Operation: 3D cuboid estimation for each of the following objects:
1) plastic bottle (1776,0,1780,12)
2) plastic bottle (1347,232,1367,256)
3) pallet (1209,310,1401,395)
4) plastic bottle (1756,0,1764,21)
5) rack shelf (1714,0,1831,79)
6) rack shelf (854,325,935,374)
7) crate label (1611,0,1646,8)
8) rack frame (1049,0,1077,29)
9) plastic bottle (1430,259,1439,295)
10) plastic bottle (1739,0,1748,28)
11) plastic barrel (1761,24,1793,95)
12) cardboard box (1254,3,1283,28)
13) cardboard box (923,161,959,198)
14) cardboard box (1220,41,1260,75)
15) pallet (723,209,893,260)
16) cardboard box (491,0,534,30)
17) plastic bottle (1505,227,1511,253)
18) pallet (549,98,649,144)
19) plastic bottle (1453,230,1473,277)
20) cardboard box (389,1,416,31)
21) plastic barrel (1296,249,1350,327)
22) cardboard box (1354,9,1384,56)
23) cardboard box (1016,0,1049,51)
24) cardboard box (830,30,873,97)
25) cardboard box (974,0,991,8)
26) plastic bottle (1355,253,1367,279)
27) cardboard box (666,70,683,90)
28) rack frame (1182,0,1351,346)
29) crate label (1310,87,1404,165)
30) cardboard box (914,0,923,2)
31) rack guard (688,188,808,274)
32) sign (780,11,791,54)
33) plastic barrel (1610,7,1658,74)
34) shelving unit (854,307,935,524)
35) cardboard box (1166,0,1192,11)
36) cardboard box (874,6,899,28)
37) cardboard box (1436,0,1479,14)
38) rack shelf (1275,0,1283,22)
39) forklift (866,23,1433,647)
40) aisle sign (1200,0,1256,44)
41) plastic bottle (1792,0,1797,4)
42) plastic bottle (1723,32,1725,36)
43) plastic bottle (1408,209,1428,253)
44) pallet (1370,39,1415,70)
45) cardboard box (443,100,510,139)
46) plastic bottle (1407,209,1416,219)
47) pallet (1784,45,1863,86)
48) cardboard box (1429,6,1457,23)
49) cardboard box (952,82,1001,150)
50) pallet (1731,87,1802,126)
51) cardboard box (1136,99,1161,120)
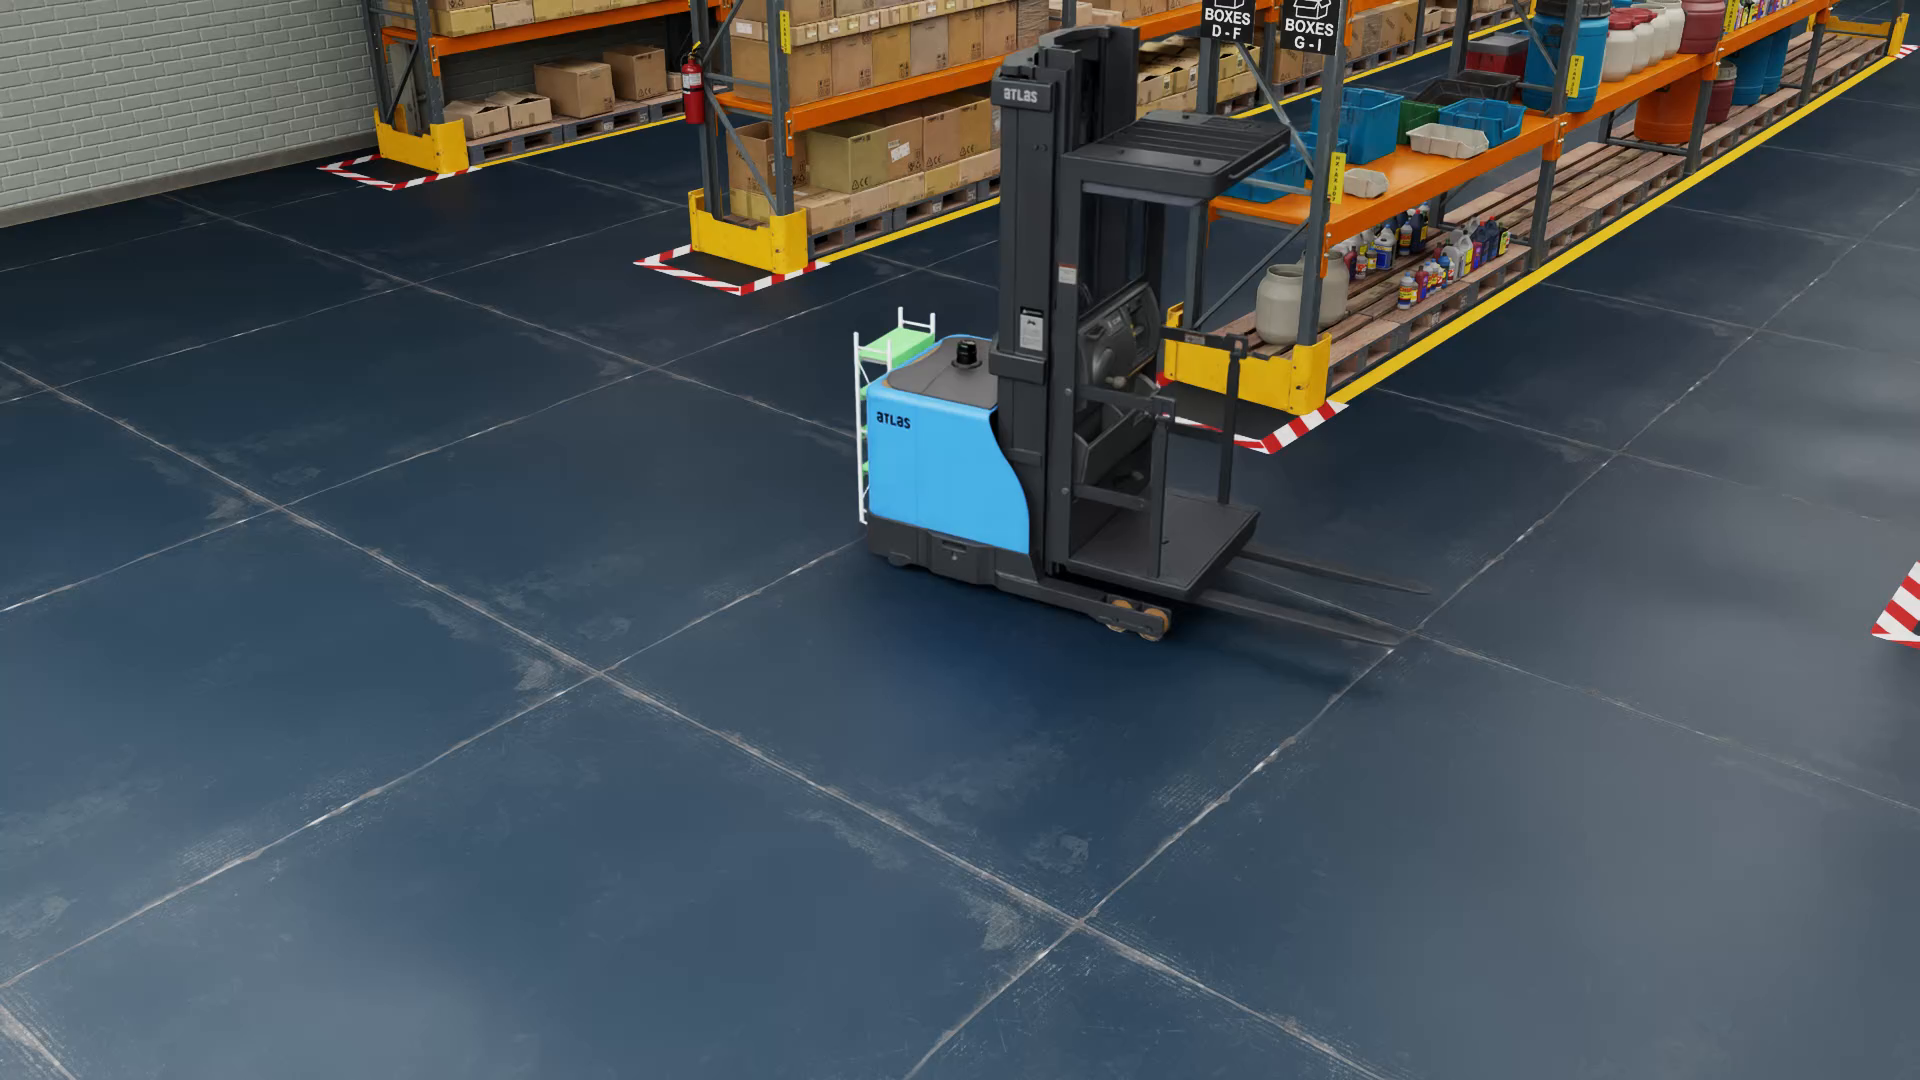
[{"bbox_3d":[8.788,-5.809,17.930,0.097,0.201,0.097,0,27,0],"label":"plastic bottle"},{"bbox_3d":[3.197,-2.353,13.437,0.144,0.351,0.185,22,35,36],"label":"plastic bottle"},{"bbox_3d":[2.528,-1.453,12.329,1.003,0.211,1.213,21,34,34],"label":"pallet"},{"bbox_3d":[8.379,-5.604,17.445,0.061,0.283,0.133,21,34,34],"label":"plastic bottle"},{"bbox_3d":[8.356,-5.590,18.074,1.077,0.370,4.000,21,34,34],"label":"rack shelf"},{"bbox_3d":[-0.373,-1.082,9.630,0.258,0.148,0.480,14,31,26],"label":"rack shelf"},{"bbox_3d":[6.243,-4.943,16.002,0.502,0.435,0.616,21,34,34],"label":"crate label"},{"bbox_3d":[0.720,-5.231,16.598,1.000,3.000,0.127,21,34,34],"label":"rack frame"},{"bbox_3d":[3.671,-2.056,12.951,0.097,0.271,0.097,0,27,0],"label":"plastic bottle"},{"bbox_3d":[8.023,-5.406,17.062,0.061,0.283,0.133,21,34,34],"label":"plastic bottle"},{"bbox_3d":[9.269,-5.685,19.302,0.600,0.901,0.708,21,34,34],"label":"plastic barrel"},{"bbox_3d":[3.710,-6.489,20.455,0.500,0.250,0.500,22,35,36],"label":"cardboard box"},{"bbox_3d":[-0.356,-3.435,15.661,0.500,0.250,0.500,21,34,34],"label":"cardboard box"},{"bbox_3d":[3.121,-5.606,19.248,0.500,0.311,0.500,22,34,36],"label":"cardboard box"},{"bbox_3d":[-1.370,-2.858,15.045,1.003,0.211,1.213,21,34,34],"label":"pallet"},{"bbox_3d":[-4.775,-5.470,17.201,0.500,0.250,0.500,20,33,33],"label":"cardboard box"},{"bbox_3d":[4.549,-2.515,13.914,0.097,0.201,0.097,0,27,0],"label":"plastic bottle"},{"bbox_3d":[-4.281,-4.756,18.714,1.003,0.211,1.213,21,34,34],"label":"pallet"},{"bbox_3d":[4.025,-2.306,13.347,0.144,0.351,0.185,21,34,34],"label":"plastic bottle"},{"bbox_3d":[-5.502,-5.424,17.112,0.500,0.250,0.500,21,34,35],"label":"cardboard box"},{"bbox_3d":[2.674,-1.879,12.368,0.421,0.512,0.421,0,27,0],"label":"plastic barrel"},{"bbox_3d":[5.075,-6.544,21.376,0.500,0.500,0.500,21,34,35],"label":"cardboard box"},{"bbox_3d":[0.442,-5.117,16.267,0.700,0.500,0.500,20,33,33],"label":"cardboard box"},{"bbox_3d":[-1.187,-4.207,14.509,0.700,0.500,0.500,22,34,36],"label":"cardboard box"},{"bbox_3d":[0.064,-5.045,15.422,0.380,0.149,0.250,21,34,34],"label":"cardboard box"},{"bbox_3d":[3.203,-2.197,13.298,0.097,0.201,0.097,0,27,0],"label":"plastic bottle"},{"bbox_3d":[-3.422,-5.416,19.560,0.380,0.166,0.250,16,31,28],"label":"cardboard box"},{"bbox_3d":[1.995,-2.364,11.055,1.000,3.000,0.127,21,34,34],"label":"rack frame"},{"bbox_3d":[2.957,-3.111,12.462,0.502,0.435,0.616,21,34,34],"label":"crate label"},{"bbox_3d":[-0.515,-5.159,14.937,0.700,0.500,0.500,21,34,34],"label":"cardboard box"},{"bbox_3d":[-1.840,-2.694,14.414,1.175,0.500,0.348,21,34,34],"label":"rack guard"},{"bbox_3d":[-1.400,-4.068,13.322,0.100,0.325,0.005,21,34,34],"label":"sign"},{"bbox_3d":[6.059,-4.531,15.097,0.433,0.535,0.433,0,27,0],"label":"plastic barrel"},{"bbox_3d":[-0.373,-0.712,9.821,0.258,1.200,0.503,14,31,26],"label":"shelving unit"},{"bbox_3d":[2.209,-6.094,18.157,0.500,0.500,0.500,19,33,32],"label":"cardboard box"},{"bbox_3d":[-0.753,-4.588,14.540,0.380,0.149,0.250,19,33,33],"label":"cardboard box"},{"bbox_3d":[6.999,-7.822,23.844,0.797,0.503,0.637,21,34,34],"label":"cardboard box"},{"bbox_3d":[4.536,-7.039,20.875,1.077,0.370,4.000,21,34,34],"label":"rack shelf"},{"bbox_3d":[1.010,-1.052,8.594,3.031,2.935,1.130,14,31,26],"label":"forklift"},{"bbox_3d":[1.720,-3.580,10.577,0.394,0.787,0.004,21,34,34],"label":"aisle sign"},{"bbox_3d":[9.178,-6.110,18.349,0.144,0.351,0.185,21,34,34],"label":"plastic bottle"},{"bbox_3d":[7.609,-5.204,16.681,0.152,0.276,0.135,21,34,34],"label":"plastic bottle"},{"bbox_3d":[3.817,-2.594,13.904,0.144,0.351,0.185,21,34,34],"label":"plastic bottle"},{"bbox_3d":[5.320,-6.530,22.143,1.003,0.211,1.213,21,34,34],"label":"pallet"},{"bbox_3d":[-5.140,-4.480,17.592,0.500,0.311,0.500,17,32,29],"label":"cardboard box"},{"bbox_3d":[3.814,-2.661,14.114,0.152,0.276,0.135,22,35,36],"label":"plastic bottle"},{"bbox_3d":[10.842,-6.087,21.286,1.003,0.211,1.213,21,34,34],"label":"pallet"},{"bbox_3d":[6.785,-7.400,23.395,0.380,0.166,0.250,21,34,34],"label":"cardboard box"},{"bbox_3d":[0.266,-4.128,16.183,0.500,0.500,0.500,21,34,34],"label":"cardboard box"},{"bbox_3d":[9.105,-5.119,19.415,1.003,0.211,1.213,21,34,34],"label":"pallet"},{"bbox_3d":[1.821,-4.632,17.976,0.500,0.250,0.500,20,33,33],"label":"cardboard box"}]
